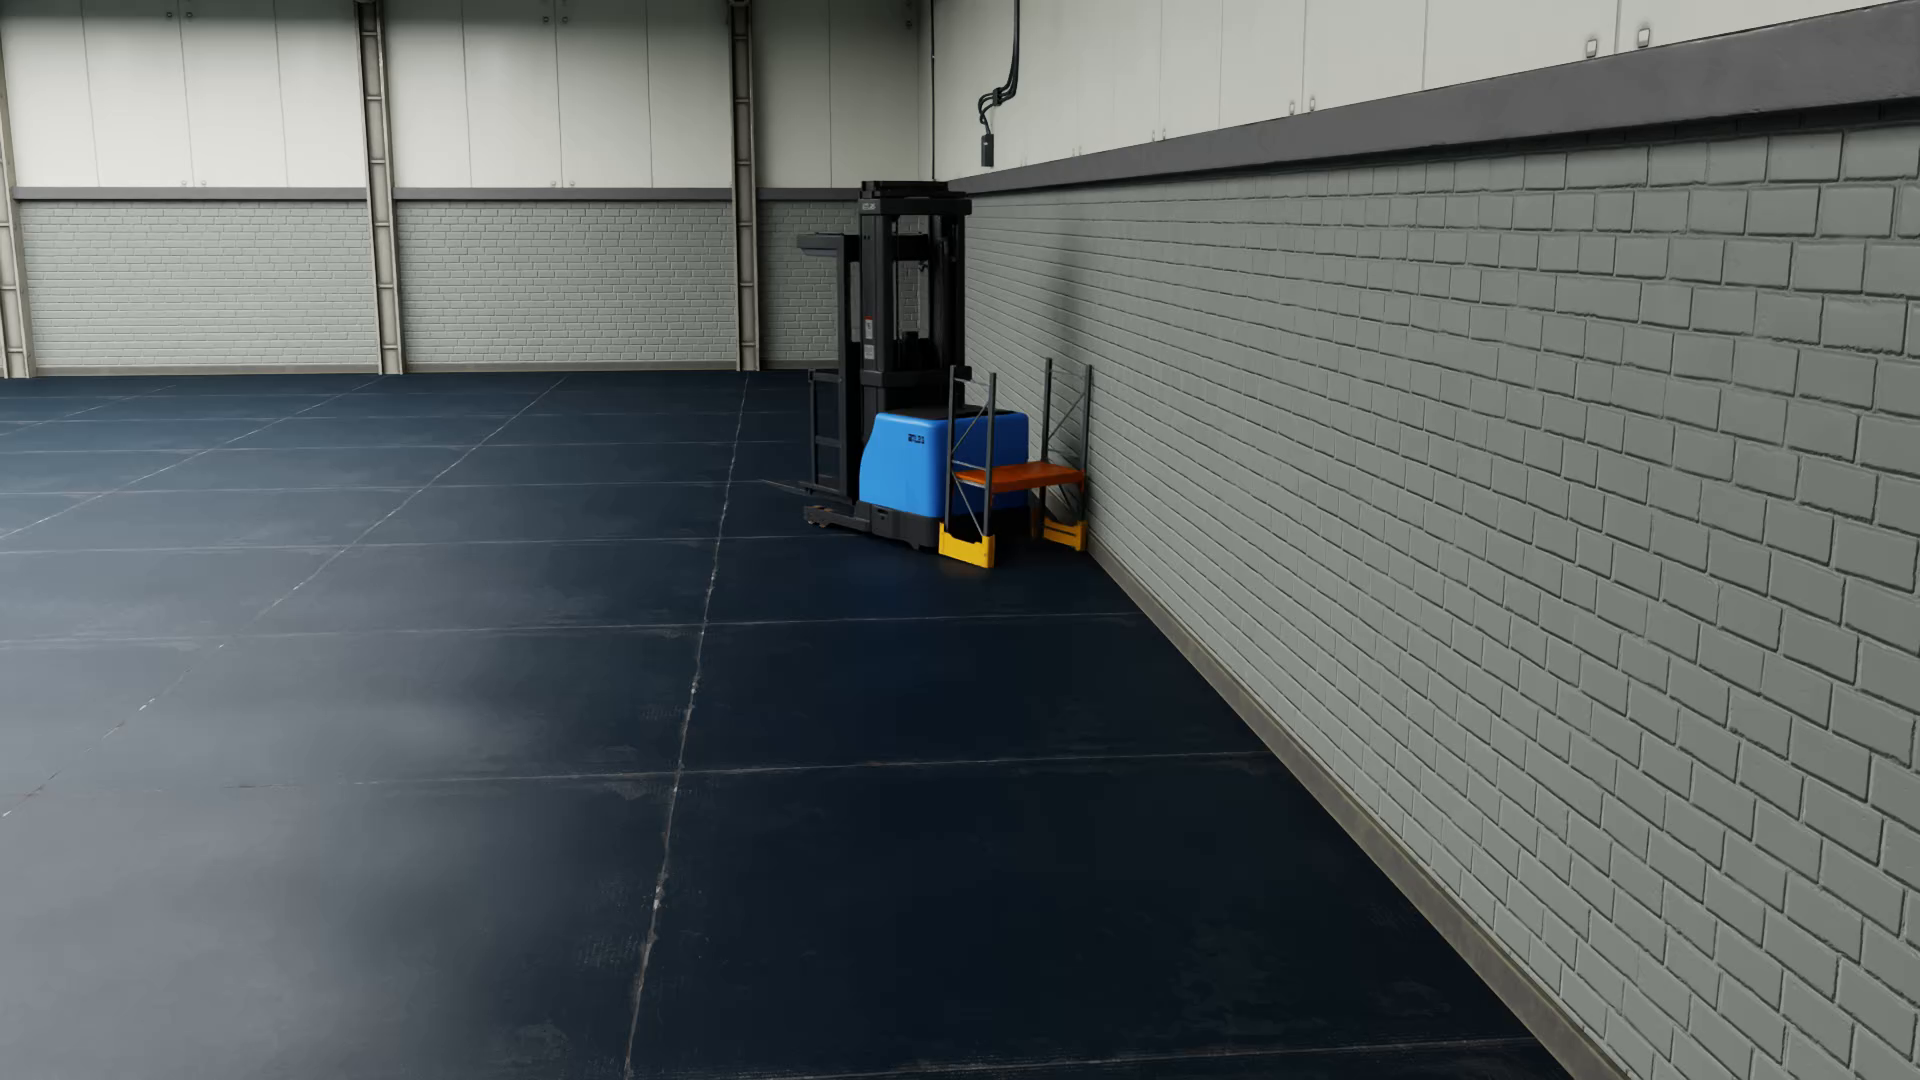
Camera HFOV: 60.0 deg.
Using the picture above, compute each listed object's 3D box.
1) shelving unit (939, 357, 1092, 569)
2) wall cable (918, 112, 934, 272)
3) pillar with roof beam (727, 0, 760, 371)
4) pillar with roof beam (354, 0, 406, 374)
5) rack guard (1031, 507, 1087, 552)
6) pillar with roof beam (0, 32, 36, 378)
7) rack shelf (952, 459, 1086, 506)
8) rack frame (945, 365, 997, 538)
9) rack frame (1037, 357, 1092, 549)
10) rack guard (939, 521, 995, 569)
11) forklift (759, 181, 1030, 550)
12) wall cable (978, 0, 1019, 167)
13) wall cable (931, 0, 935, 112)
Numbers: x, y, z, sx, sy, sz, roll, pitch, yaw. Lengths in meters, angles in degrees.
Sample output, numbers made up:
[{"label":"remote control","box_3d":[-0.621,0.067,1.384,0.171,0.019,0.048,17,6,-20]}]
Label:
[{"label":"shelving unit","box_3d":[0.451,-0.634,13.129,1.083,1.500,0.587,-9,18,-40]},{"label":"wall cable","box_3d":[-0.605,-5.656,27.357,0.112,2.526,3.097,-1,11,-6]},{"label":"pillar with roof beam","box_3d":[-3.211,-6.546,23.836,0.548,9.000,9.100,-1,11,-6]},{"label":"pillar with roof beam","box_3d":[-9.176,-6.421,23.200,0.548,9.000,9.100,-1,11,-6]},{"label":"rack guard","box_3d":[0.806,-0.090,13.595,0.087,0.250,0.587,-9,18,-40]},{"label":"pillar with roof beam","box_3d":[-15.141,-6.296,22.564,0.400,9.000,9.100,-1,11,-6]},{"label":"rack shelf","box_3d":[0.452,-0.461,13.177,1.000,0.185,0.538,-9,18,-40]},{"label":"rack frame","box_3d":[0.073,-0.571,12.810,0.032,1.500,0.500,-9,18,-40]},{"label":"rack frame","box_3d":[0.843,-0.700,13.461,0.032,1.500,0.500,-9,18,-40]},{"label":"rack guard","box_3d":[0.052,0.036,12.957,0.087,0.250,0.587,-9,18,-40]},{"label":"forklift","box_3d":[-0.710,-1.594,14.378,1.130,2.935,3.031,-8,14,-36]},{"label":"wall cable","box_3d":[0.405,-7.027,17.467,0.169,6.003,2.305,-1,11,-6]},{"label":"wall cable","box_3d":[-0.313,-7.615,24.231,0.112,2.526,3.097,-1,11,-6]}]
